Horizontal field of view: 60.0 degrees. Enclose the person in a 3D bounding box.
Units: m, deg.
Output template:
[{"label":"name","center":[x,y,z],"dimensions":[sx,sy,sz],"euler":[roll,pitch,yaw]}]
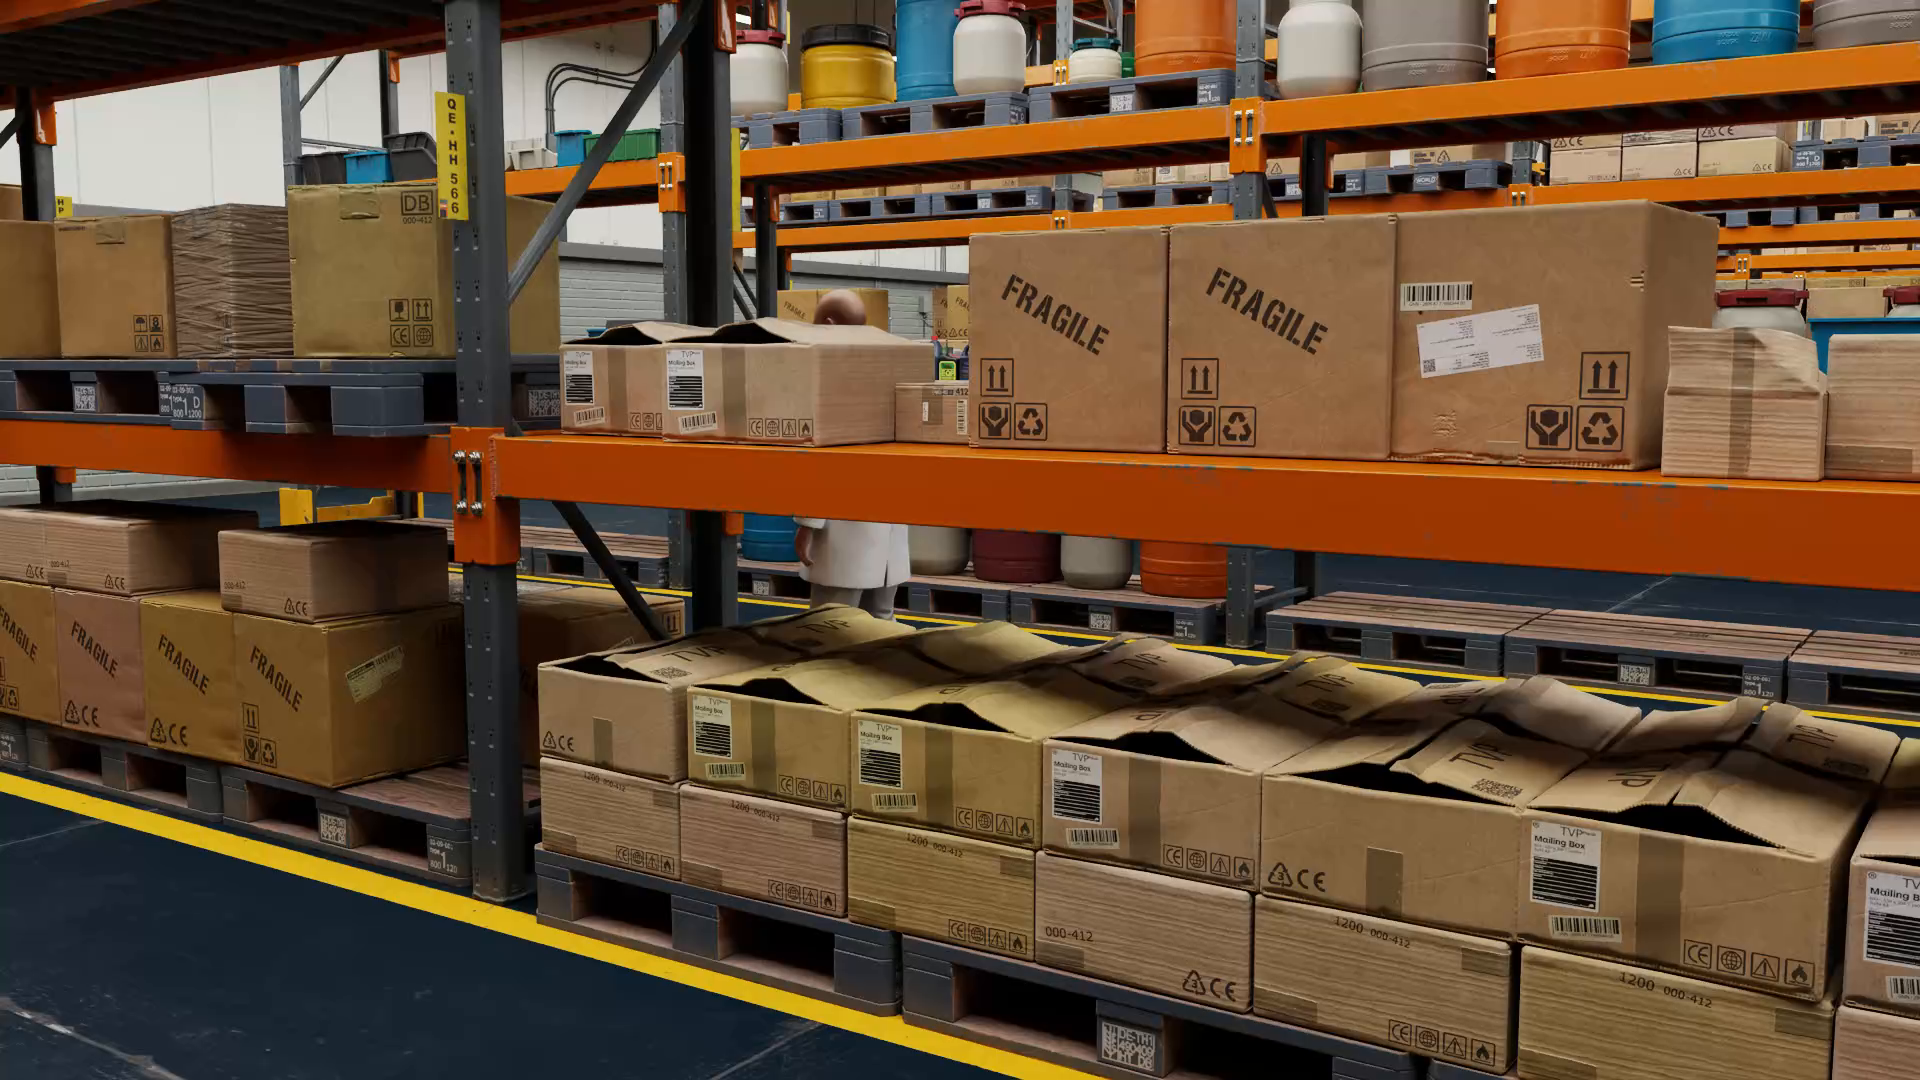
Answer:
[{"label":"person","center":[-0.403,-0.067,6.382],"dimensions":[0.428,1.774,0.644],"euler":[4,7,34]}]
